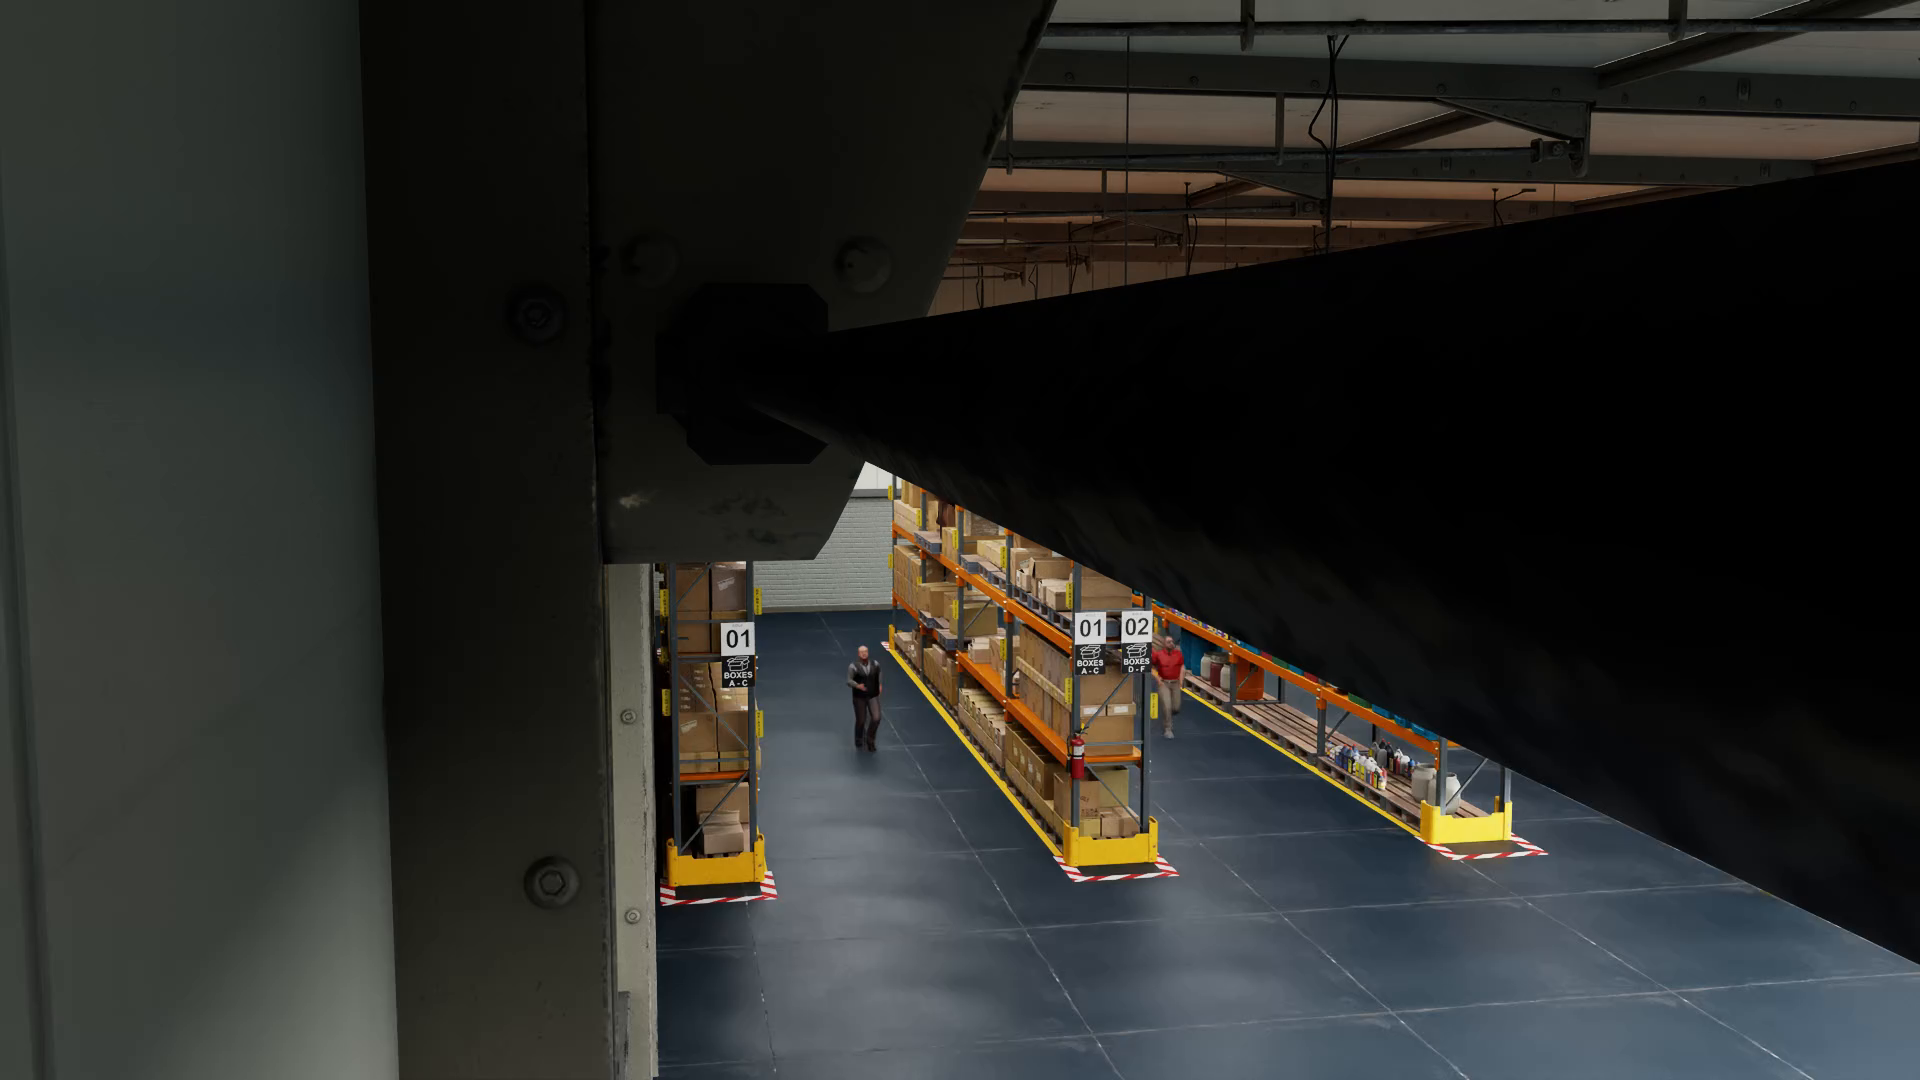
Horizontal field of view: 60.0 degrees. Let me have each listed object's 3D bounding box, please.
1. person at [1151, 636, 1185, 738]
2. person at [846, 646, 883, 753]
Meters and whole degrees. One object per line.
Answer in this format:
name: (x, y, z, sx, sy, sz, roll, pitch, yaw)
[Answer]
person: (3.495, 2.457, 28.115, 0.672, 1.703, 0.619, -1, 6, -12)
person: (-1.531, 2.583, 26.963, 0.661, 1.745, 0.707, -2, 6, -15)
